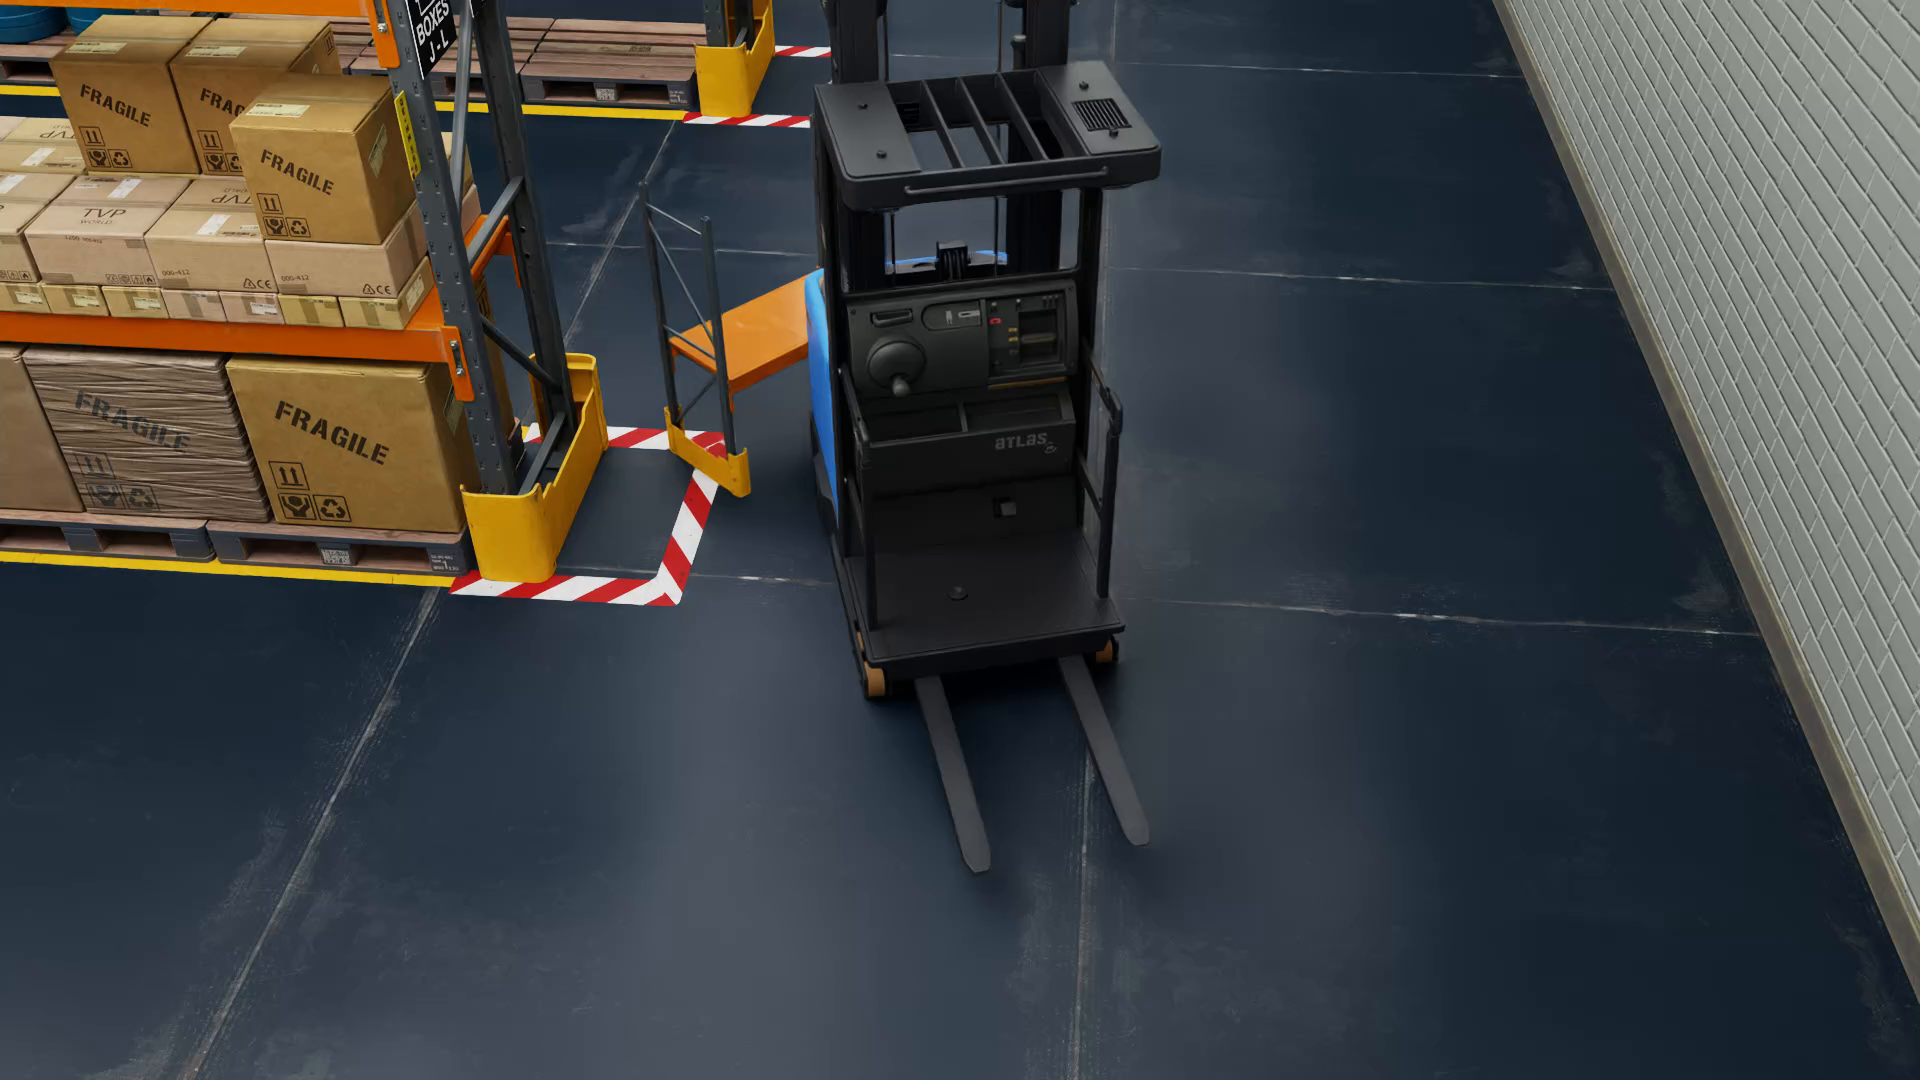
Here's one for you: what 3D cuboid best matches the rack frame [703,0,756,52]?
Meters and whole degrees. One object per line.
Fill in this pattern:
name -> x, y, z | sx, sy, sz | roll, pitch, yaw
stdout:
rack frame -> -1.612, -4.453, 11.016 | 0.127, 3.000, 1.000 | 3, 39, 4

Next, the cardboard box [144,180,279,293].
cardboard box -> -3.050, -1.283, 7.004 | 0.500, 0.250, 0.500 | 2, 39, 3

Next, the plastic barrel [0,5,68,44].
plastic barrel -> -6.843, -4.099, 11.910 | 0.708, 0.901, 0.600 | 3, 39, 4

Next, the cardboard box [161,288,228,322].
cardboard box -> -3.181, -1.095, 7.089 | 0.250, 0.149, 0.380 | 4, 39, 5

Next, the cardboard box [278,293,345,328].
cardboard box -> -2.682, -1.066, 7.053 | 0.250, 0.149, 0.380 | 4, 39, 4

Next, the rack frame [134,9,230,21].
rack frame -> -5.597, -4.671, 11.283 | 0.127, 3.000, 1.000 | 3, 39, 4

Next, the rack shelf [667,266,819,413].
rack shelf -> -0.909, -1.011, 8.257 | 1.000, 0.185, 0.538 | -32, 48, -33

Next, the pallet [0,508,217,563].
pallet -> -4.055, -0.319, 8.146 | 1.213, 0.211, 1.003 | 3, 39, 4

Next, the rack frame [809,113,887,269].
rack frame -> -0.546, -1.376, 8.420 | 0.032, 1.500, 0.500 | -32, 48, -33

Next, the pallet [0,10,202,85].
pallet -> -6.362, -3.658, 12.247 | 1.213, 0.211, 1.003 | 3, 39, 4

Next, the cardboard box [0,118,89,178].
cardboard box -> -4.033, -1.670, 7.480 | 0.500, 0.250, 0.500 | 2, 39, 3

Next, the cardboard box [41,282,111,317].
cardboard box -> -3.699, -1.122, 7.121 | 0.250, 0.149, 0.380 | 3, 39, 4

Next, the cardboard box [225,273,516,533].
cardboard box -> -2.684, -0.662, 7.708 | 0.875, 0.875, 0.875 | 3, 39, 4

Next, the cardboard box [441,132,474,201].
cardboard box -> -2.494, -1.591, 7.383 | 0.500, 0.250, 0.500 | 2, 39, 3

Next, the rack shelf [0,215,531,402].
rack shelf -> -4.032, -1.168, 7.549 | 4.000, 0.370, 1.077 | 3, 39, 4

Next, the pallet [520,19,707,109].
pallet -> -2.430, -3.441, 11.981 | 1.213, 0.211, 1.003 | 3, 39, 4

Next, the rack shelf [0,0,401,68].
rack shelf -> -4.032, -2.332, 6.603 | 4.000, 0.370, 1.077 | 3, 39, 4

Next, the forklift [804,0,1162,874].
forklift -> 0.064, -0.726, 6.491 | 1.130, 2.935, 3.031 | -8, 40, -9

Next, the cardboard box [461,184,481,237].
cardboard box -> -2.365, -1.468, 7.547 | 0.250, 0.149, 0.380 | 4, 39, 4

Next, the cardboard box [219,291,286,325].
cardboard box -> -2.933, -1.081, 7.071 | 0.250, 0.149, 0.380 | 3, 39, 4

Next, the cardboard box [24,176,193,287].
cardboard box -> -3.557, -1.311, 7.038 | 0.500, 0.250, 0.500 | 2, 39, 2

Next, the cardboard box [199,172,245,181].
cardboard box -> -3.013, -1.616, 7.412 | 0.500, 0.250, 0.500 | 3, 39, 3

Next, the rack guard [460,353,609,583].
rack guard -> -2.015, -0.368, 7.976 | 0.348, 0.500, 1.175 | 3, 39, 4

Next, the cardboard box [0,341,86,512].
cardboard box -> -4.477, -0.760, 7.828 | 0.875, 0.875, 0.875 | 3, 39, 4

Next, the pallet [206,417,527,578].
pallet -> -2.843, -0.251, 8.062 | 1.213, 0.211, 1.003 | 3, 39, 4

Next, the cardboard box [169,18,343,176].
cardboard box -> -2.992, -1.910, 7.179 | 0.500, 0.500, 0.500 | 2, 39, 3

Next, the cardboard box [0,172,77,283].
cardboard box -> -4.077, -1.336, 7.069 | 0.500, 0.250, 0.500 | 3, 39, 4

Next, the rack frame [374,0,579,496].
rack frame -> -2.039, -1.338, 7.189 | 0.127, 3.000, 1.000 | 3, 39, 4

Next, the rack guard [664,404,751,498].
rack guard -> -1.256, -0.449, 8.272 | 0.087, 0.250, 0.587 | -32, 48, -33

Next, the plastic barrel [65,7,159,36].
plastic barrel -> -6.138, -4.061, 11.863 | 0.708, 0.901, 0.600 | 3, 39, 4

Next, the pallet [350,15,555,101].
pallet -> -3.642, -3.509, 12.065 | 1.213, 0.211, 1.003 | 3, 39, 4

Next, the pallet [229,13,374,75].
pallet -> -4.861, -3.574, 12.144 | 1.213, 0.211, 1.003 | 3, 39, 4

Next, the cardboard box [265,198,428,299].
cardboard box -> -2.545, -1.255, 6.969 | 0.500, 0.250, 0.500 | 3, 39, 3

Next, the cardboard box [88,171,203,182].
cardboard box -> -3.513, -1.645, 7.449 | 0.500, 0.250, 0.500 | 2, 39, 2

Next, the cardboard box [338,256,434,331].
cardboard box -> -2.422, -1.053, 7.037 | 0.250, 0.149, 0.380 | 4, 39, 5

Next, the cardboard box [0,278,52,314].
cardboard box -> -3.945, -1.137, 7.140 | 0.250, 0.149, 0.380 | 4, 39, 5

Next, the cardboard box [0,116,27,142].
cardboard box -> -4.538, -1.700, 7.516 | 0.500, 0.250, 0.500 | 4, 39, 5

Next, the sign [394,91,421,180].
sign -> -2.100, -1.539, 6.330 | 0.005, 0.325, 0.100 | 3, 39, 4

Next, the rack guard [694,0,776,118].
rack guard -> -1.587, -3.491, 11.813 | 0.348, 0.500, 1.175 | 3, 39, 4

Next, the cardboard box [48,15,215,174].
cardboard box -> -3.509, -1.934, 7.209 | 0.500, 0.500, 0.500 | 2, 39, 3

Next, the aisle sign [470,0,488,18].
aisle sign -> -1.942, -2.531, 6.595 | 0.004, 0.787, 0.394 | 3, 39, 4

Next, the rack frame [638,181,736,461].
rack frame -> -1.272, -0.926, 7.868 | 0.032, 1.500, 0.500 | -32, 48, -33

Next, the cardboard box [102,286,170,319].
cardboard box -> -3.440, -1.108, 7.104 | 0.250, 0.149, 0.380 | 2, 39, 3

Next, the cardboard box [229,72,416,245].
cardboard box -> -2.547, -1.548, 6.735 | 0.500, 0.500, 0.500 | 4, 39, 4

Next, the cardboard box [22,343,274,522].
cardboard box -> -3.590, -0.711, 7.769 | 0.875, 0.875, 0.875 | 3, 39, 4

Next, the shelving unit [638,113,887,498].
shelving unit -> -0.903, -1.155, 8.149 | 1.083, 1.500, 0.587 | -32, 48, -33

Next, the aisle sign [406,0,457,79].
aisle sign -> -1.993, -2.154, 6.131 | 0.004, 0.787, 0.394 | 3, 39, 4
